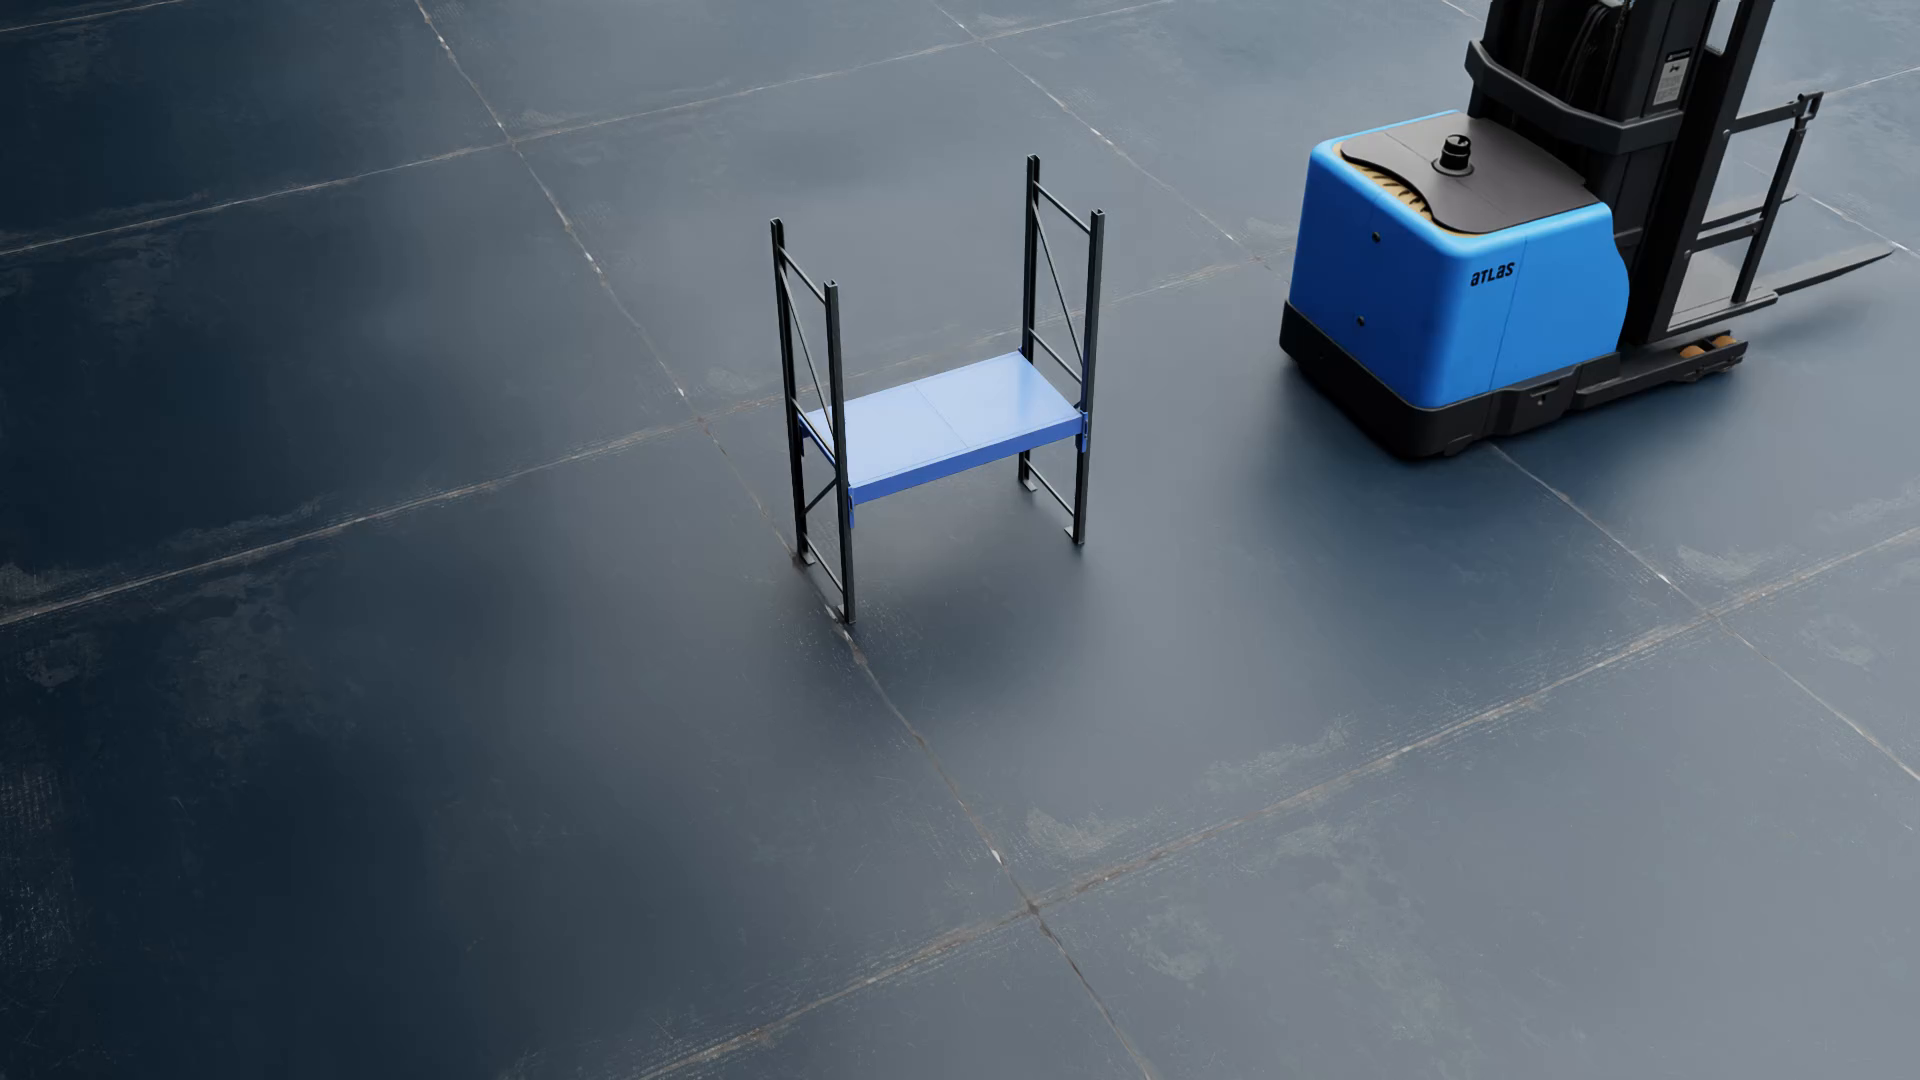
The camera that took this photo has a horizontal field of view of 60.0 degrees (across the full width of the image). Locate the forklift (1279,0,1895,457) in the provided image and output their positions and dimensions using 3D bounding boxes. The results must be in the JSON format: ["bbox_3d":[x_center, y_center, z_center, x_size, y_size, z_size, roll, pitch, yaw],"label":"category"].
[{"bbox_3d":[3.036,-2.127,6.995,3.031,2.935,1.130,-17,43,-20],"label":"forklift"}]

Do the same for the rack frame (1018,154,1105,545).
[{"bbox_3d":[0.375,-0.699,6.415,0.032,1.500,0.500,-19,44,-21],"label":"rack frame"}]

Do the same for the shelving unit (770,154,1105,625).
[{"bbox_3d":[-0.076,-0.547,6.235,1.048,1.500,0.538,-19,44,-21],"label":"shelving unit"}]

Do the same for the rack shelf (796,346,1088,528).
[{"bbox_3d":[-0.076,-0.410,6.352,1.000,0.185,0.538,-19,44,-21],"label":"rack shelf"}]

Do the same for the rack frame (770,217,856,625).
[{"bbox_3d":[-0.527,-0.395,6.056,0.032,1.500,0.500,-19,44,-21],"label":"rack frame"}]
